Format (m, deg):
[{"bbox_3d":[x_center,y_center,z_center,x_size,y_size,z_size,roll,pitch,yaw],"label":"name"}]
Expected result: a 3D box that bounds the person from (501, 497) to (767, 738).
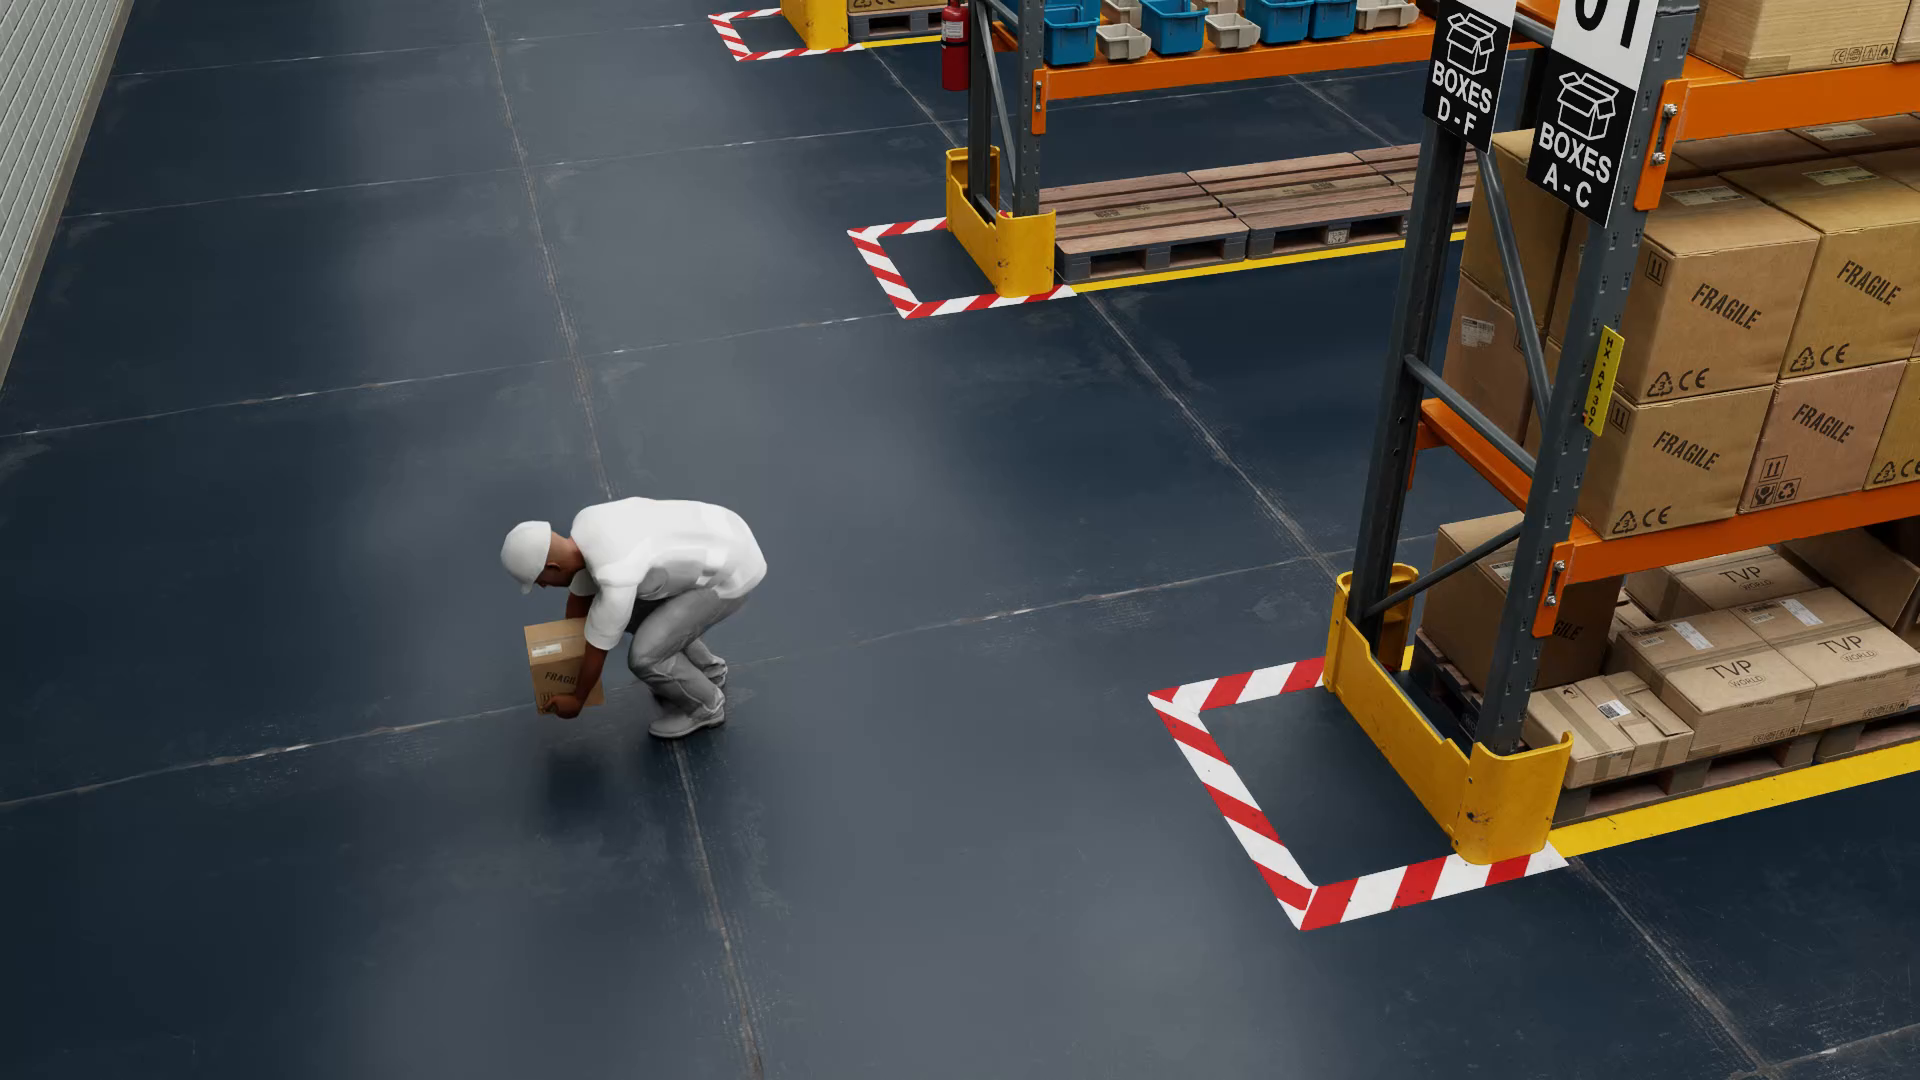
[{"bbox_3d":[-1.211,0.291,6.365,0.956,1.012,0.526,-11,35,-17],"label":"person"}]
